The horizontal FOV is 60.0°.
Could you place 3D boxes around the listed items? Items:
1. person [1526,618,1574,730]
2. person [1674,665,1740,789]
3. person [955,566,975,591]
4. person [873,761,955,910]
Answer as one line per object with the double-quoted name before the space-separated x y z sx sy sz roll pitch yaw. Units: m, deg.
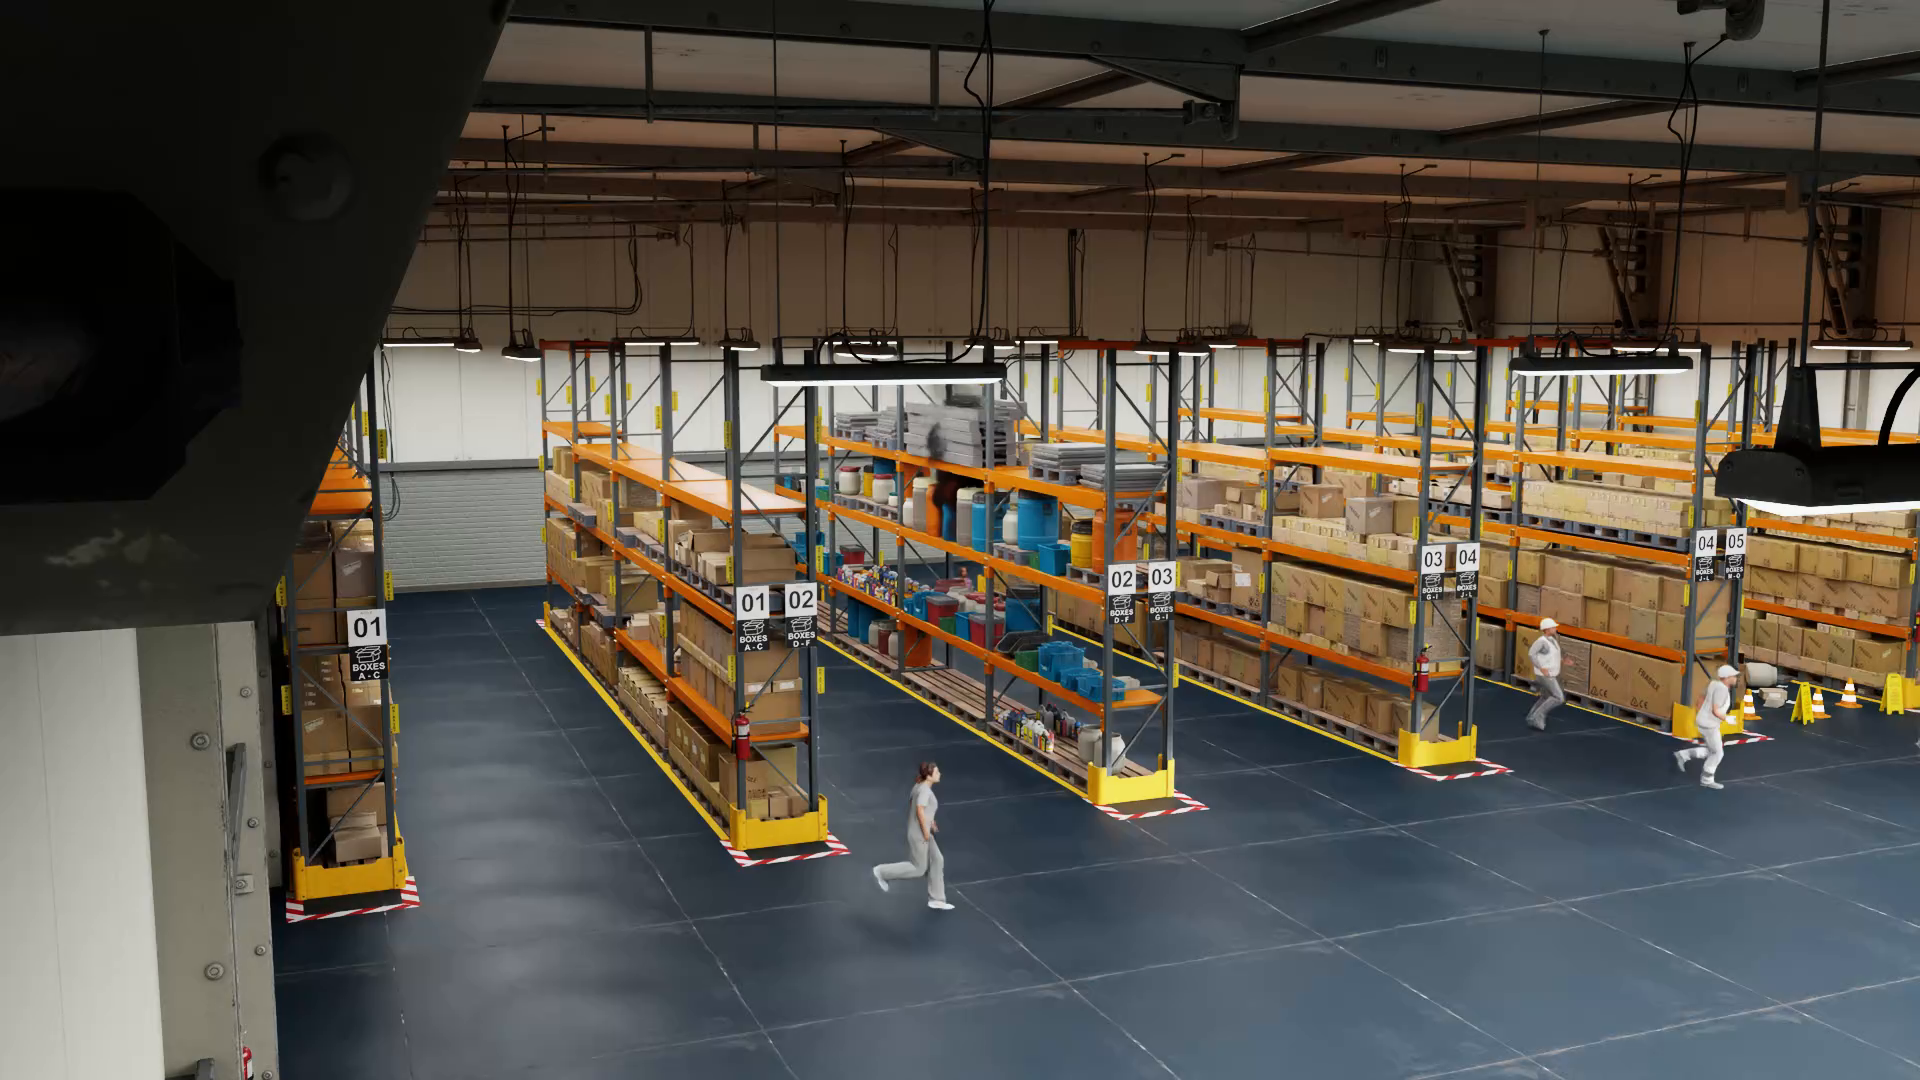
"person" 9.196 2.094 25.939 0.661 1.747 0.633 5 9 34
"person" 10.181 2.543 22.676 0.767 1.727 0.646 3 8 22
"person" 0.069 1.293 32.878 0.568 1.564 0.570 -4 8 -27
"person" -0.502 3.216 18.020 0.887 1.652 0.569 -1 7 -4
